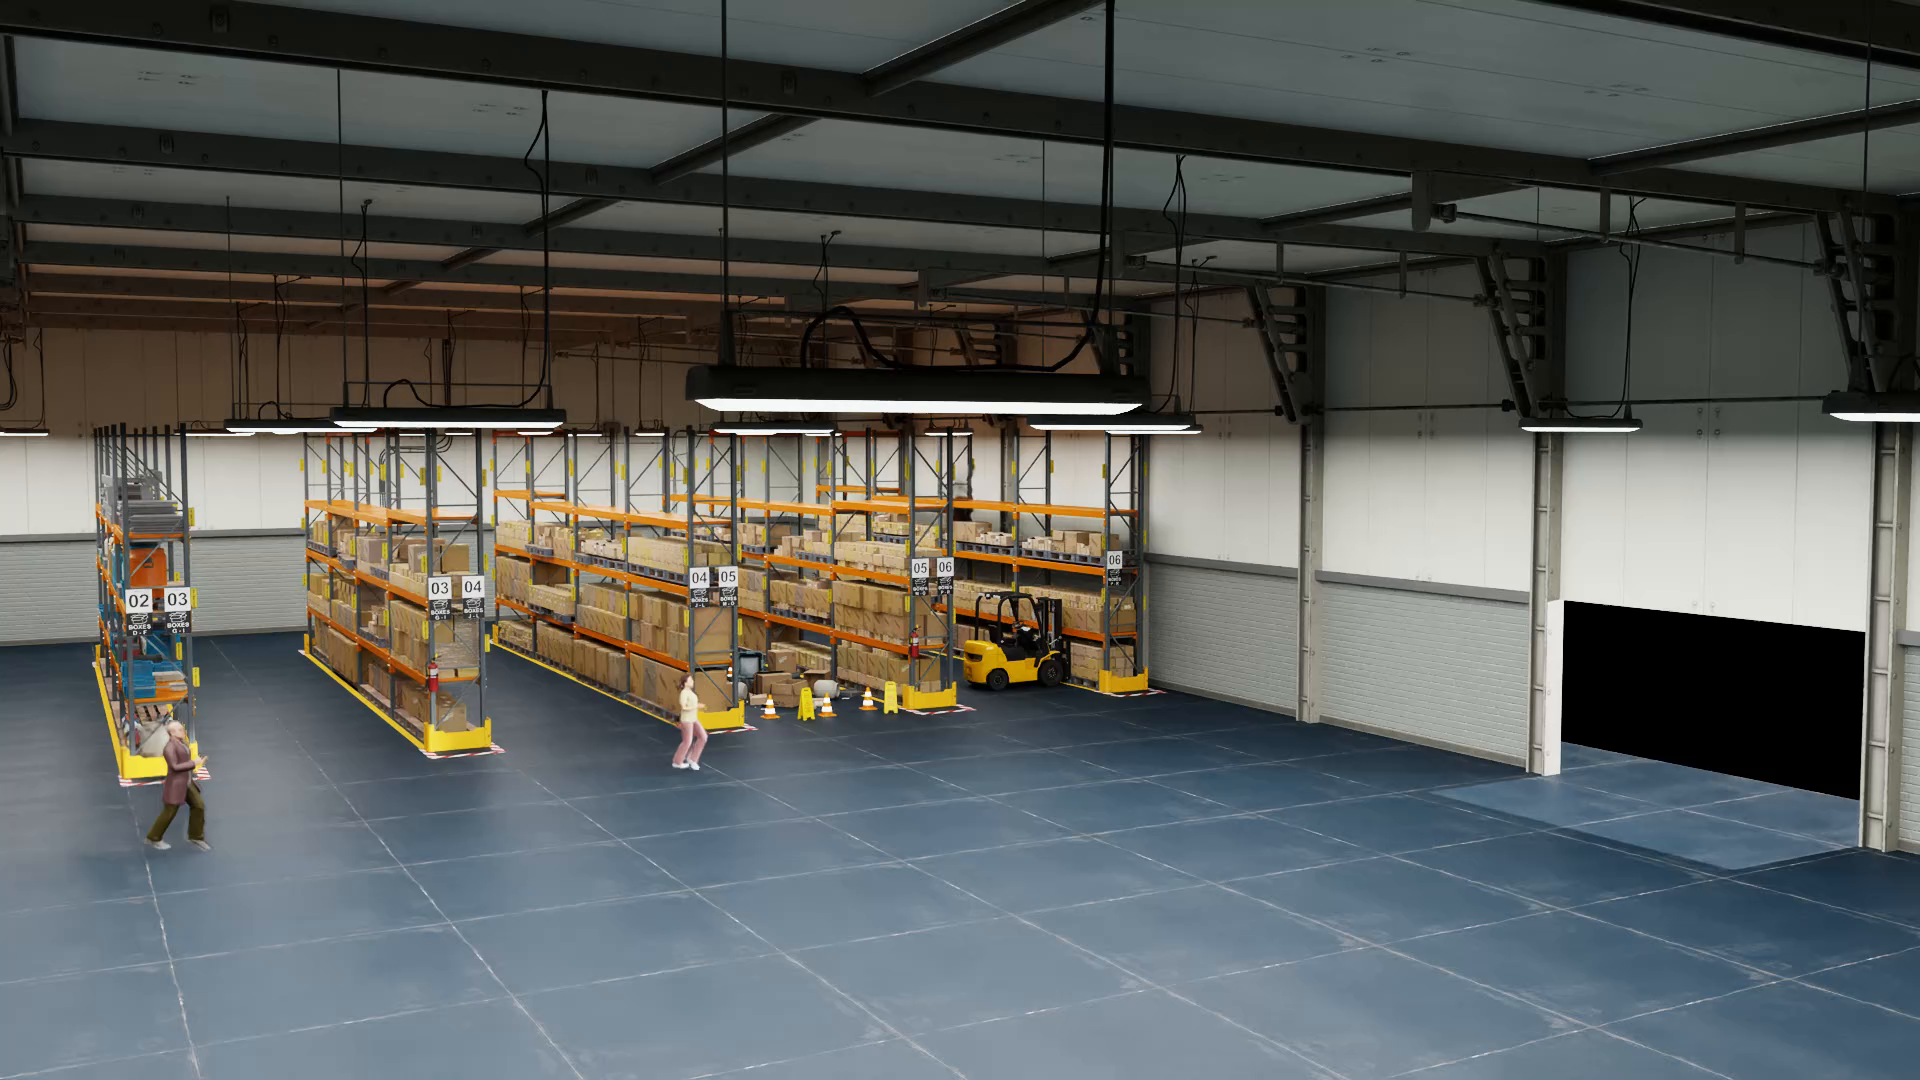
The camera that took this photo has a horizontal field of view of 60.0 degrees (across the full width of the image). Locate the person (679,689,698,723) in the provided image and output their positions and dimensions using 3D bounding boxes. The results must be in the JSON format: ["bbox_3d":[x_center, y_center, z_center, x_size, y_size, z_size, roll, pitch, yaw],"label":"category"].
[{"bbox_3d":[-4.718,2.846,28.678,0.386,0.572,0.526,1,4,10],"label":"person"}]

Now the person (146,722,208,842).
[{"bbox_3d":[-10.827,3.349,23.017,0.829,1.674,0.644,0,3,-4],"label":"person"}]
